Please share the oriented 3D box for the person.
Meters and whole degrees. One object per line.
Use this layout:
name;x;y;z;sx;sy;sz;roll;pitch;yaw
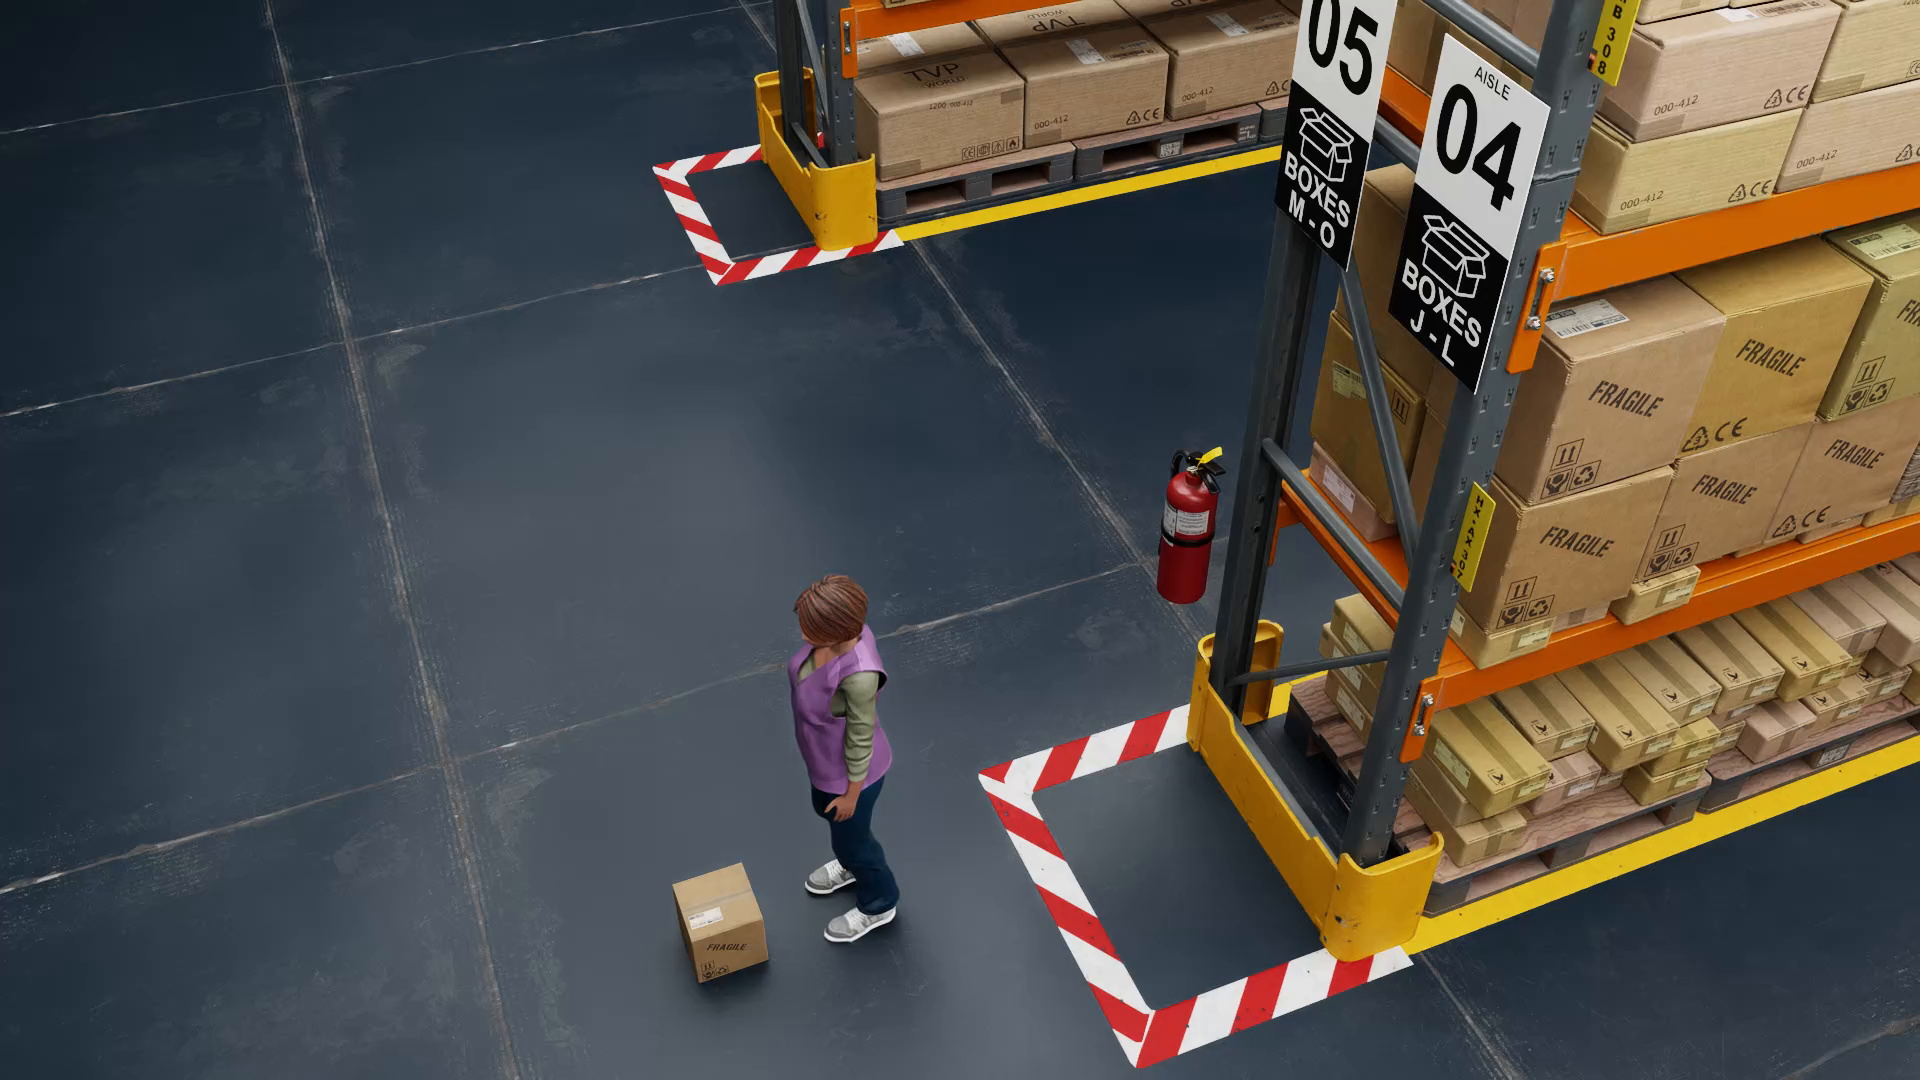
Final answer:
person;-0.374;0.736;5.407;0.300;1.541;0.407;-15;44;-16
